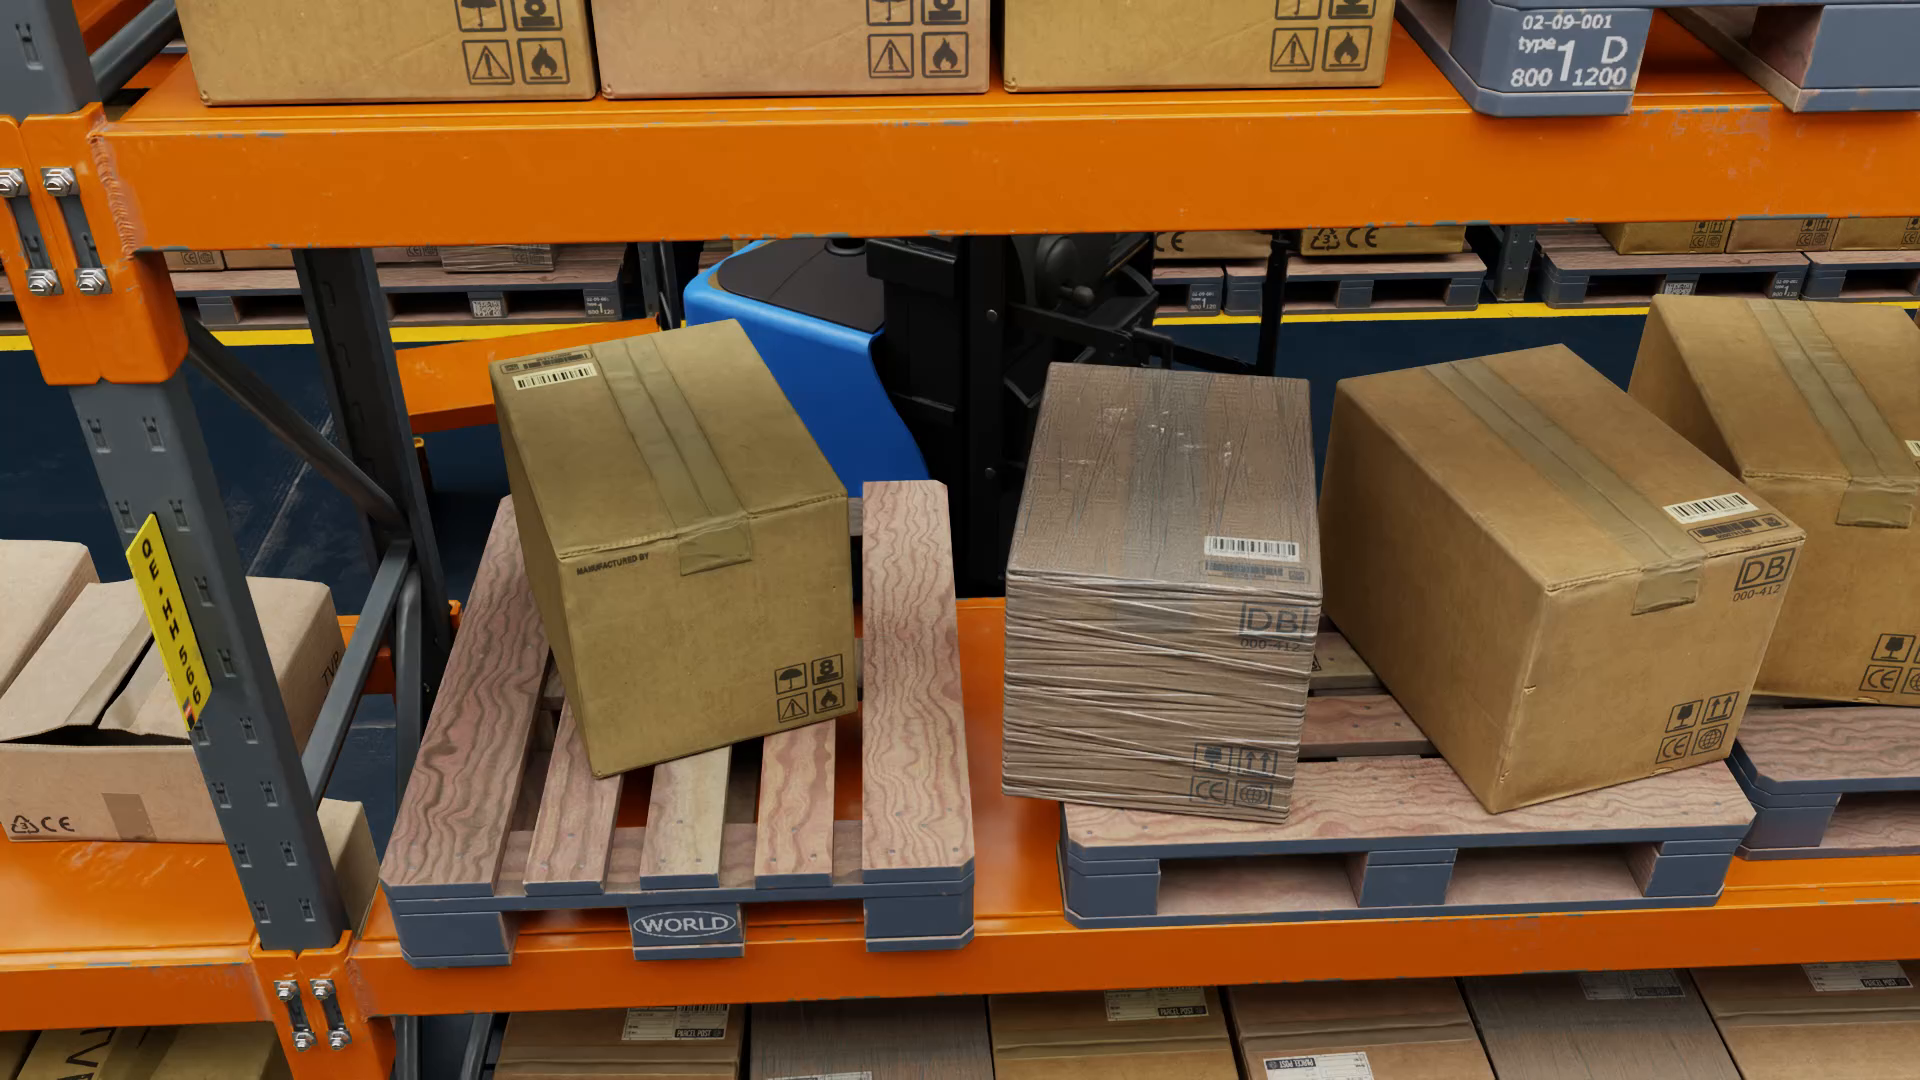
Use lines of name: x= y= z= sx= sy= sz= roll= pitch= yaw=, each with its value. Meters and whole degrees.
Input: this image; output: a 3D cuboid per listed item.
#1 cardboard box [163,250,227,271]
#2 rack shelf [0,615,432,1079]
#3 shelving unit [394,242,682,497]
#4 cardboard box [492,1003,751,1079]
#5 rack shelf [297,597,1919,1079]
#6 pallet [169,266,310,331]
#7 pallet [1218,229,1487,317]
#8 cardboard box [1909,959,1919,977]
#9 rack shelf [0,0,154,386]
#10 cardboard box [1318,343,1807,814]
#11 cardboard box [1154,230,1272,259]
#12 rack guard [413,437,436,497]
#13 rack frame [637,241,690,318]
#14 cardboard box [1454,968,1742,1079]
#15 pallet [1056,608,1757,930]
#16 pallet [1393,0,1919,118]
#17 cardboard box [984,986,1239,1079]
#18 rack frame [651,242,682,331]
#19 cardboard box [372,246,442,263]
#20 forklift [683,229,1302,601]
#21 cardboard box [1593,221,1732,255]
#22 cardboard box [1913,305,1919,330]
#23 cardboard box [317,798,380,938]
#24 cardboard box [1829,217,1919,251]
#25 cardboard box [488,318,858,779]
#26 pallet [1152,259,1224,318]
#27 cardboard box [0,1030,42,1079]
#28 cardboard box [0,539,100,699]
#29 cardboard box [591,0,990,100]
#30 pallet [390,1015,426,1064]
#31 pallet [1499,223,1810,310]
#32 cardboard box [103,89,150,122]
cardboard box: x=-3.651 y=-1.639 z=7.793 sx=0.500 sy=0.500 sz=0.700 roll=-1 pitch=35 yaw=-2
rack shelf: x=-3.174 y=0.634 z=3.330 sx=4.000 sy=0.370 sz=1.077 roll=-2 pitch=35 yaw=-2
shelving unit: x=-1.541 y=-0.721 z=5.973 sx=1.083 sy=1.500 sz=0.587 roll=-9 pitch=36 yaw=-13
cardboard box: x=-0.708 y=1.281 z=3.572 sx=0.500 sy=0.500 sz=0.500 roll=0 pitch=35 yaw=0
rack shelf: x=0.821 y=0.526 z=3.486 sx=4.000 sy=0.370 sz=1.077 roll=-2 pitch=35 yaw=-2
pallet: x=-3.411 y=-1.333 z=7.991 sx=1.213 sy=0.211 sz=1.003 roll=-2 pitch=35 yaw=-2
pallet: x=1.814 y=-1.429 z=8.129 sx=1.213 sy=0.211 sz=1.003 roll=-2 pitch=35 yaw=-2
cardboard box: x=2.340 y=1.200 z=3.691 sx=0.500 sy=0.500 sz=0.500 roll=-2 pitch=35 yaw=-2
rack shelf: x=-3.174 y=-0.599 z=2.477 sx=4.000 sy=0.370 sz=1.077 roll=-2 pitch=35 yaw=-2
cardboard box: x=1.057 y=0.045 z=3.092 sx=0.500 sy=0.500 sz=0.700 roll=-10 pitch=36 yaw=-14
cardboard box: x=1.050 y=-1.811 z=7.751 sx=0.750 sy=0.750 sz=0.750 roll=-1 pitch=35 yaw=-1
rack guard: x=-2.019 y=-0.127 z=6.214 sx=0.087 sy=0.250 sz=0.587 roll=-9 pitch=36 yaw=-13
rack frame: x=-1.415 y=-2.531 z=7.272 sx=0.127 sy=3.000 sz=1.000 roll=-2 pitch=35 yaw=-2
cardboard box: x=1.345 y=1.222 z=3.659 sx=0.500 sy=0.500 sz=0.500 roll=-1 pitch=35 yaw=-2
pallet: x=0.766 y=0.308 z=3.337 sx=1.213 sy=0.211 sz=1.003 roll=-2 pitch=35 yaw=-2
pallet: x=1.128 y=-0.972 z=2.548 sx=1.003 sy=0.211 sz=1.213 roll=-2 pitch=35 yaw=-2
cardboard box: x=0.316 y=1.254 z=3.613 sx=0.500 sy=0.500 sz=0.500 roll=-2 pitch=35 yaw=-3
rack frame: x=-1.062 y=-0.801 z=6.088 sx=0.032 sy=1.500 sz=0.500 roll=-9 pitch=36 yaw=-13
cardboard box: x=-2.652 y=-1.688 z=7.863 sx=0.500 sy=0.500 sz=0.700 roll=-2 pitch=35 yaw=-2
forklift: x=0.573 y=-0.992 z=5.108 sx=3.031 sy=2.935 sz=1.130 roll=19 pitch=39 yaw=25
cardboard box: x=3.333 y=-1.746 z=7.964 sx=0.500 sy=0.500 sz=0.700 roll=-1 pitch=35 yaw=-2
cardboard box: x=2.335 y=-0.152 z=3.376 sx=0.500 sy=0.500 sz=0.700 roll=-13 pitch=37 yaw=-18
cardboard box: x=-1.714 y=0.859 z=3.927 sx=0.500 sy=0.311 sz=0.500 roll=0 pitch=35 yaw=-1
cardboard box: x=4.347 y=-1.770 z=7.999 sx=0.500 sy=0.500 sz=0.700 roll=-1 pitch=35 yaw=-1
cardboard box: x=-0.553 y=-0.010 z=3.172 sx=0.500 sy=0.500 sz=0.700 roll=-13 pitch=37 yaw=-18
pallet: x=0.592 y=-1.394 z=8.079 sx=1.213 sy=0.211 sz=1.003 roll=-2 pitch=35 yaw=-2
cardboard box: x=-2.207 y=1.184 z=3.458 sx=0.500 sy=0.311 sz=0.500 roll=-2 pitch=35 yaw=-3
cardboard box: x=-2.079 y=0.235 z=3.353 sx=0.500 sy=0.311 sz=0.500 roll=-2 pitch=35 yaw=-3
cardboard box: x=-0.233 y=-1.035 z=2.386 sx=0.500 sy=0.500 sz=0.910 roll=-2 pitch=35 yaw=-2
pallet: x=-2.001 y=1.431 z=3.997 sx=1.213 sy=0.211 sz=1.003 roll=-2 pitch=35 yaw=-2
pallet: x=3.344 y=-1.469 z=8.187 sx=1.213 sy=0.211 sz=1.003 roll=-2 pitch=35 yaw=-2
cardboard box: x=-3.717 y=-1.944 z=7.575 sx=0.500 sy=0.250 sz=0.500 roll=-2 pitch=35 yaw=-4
